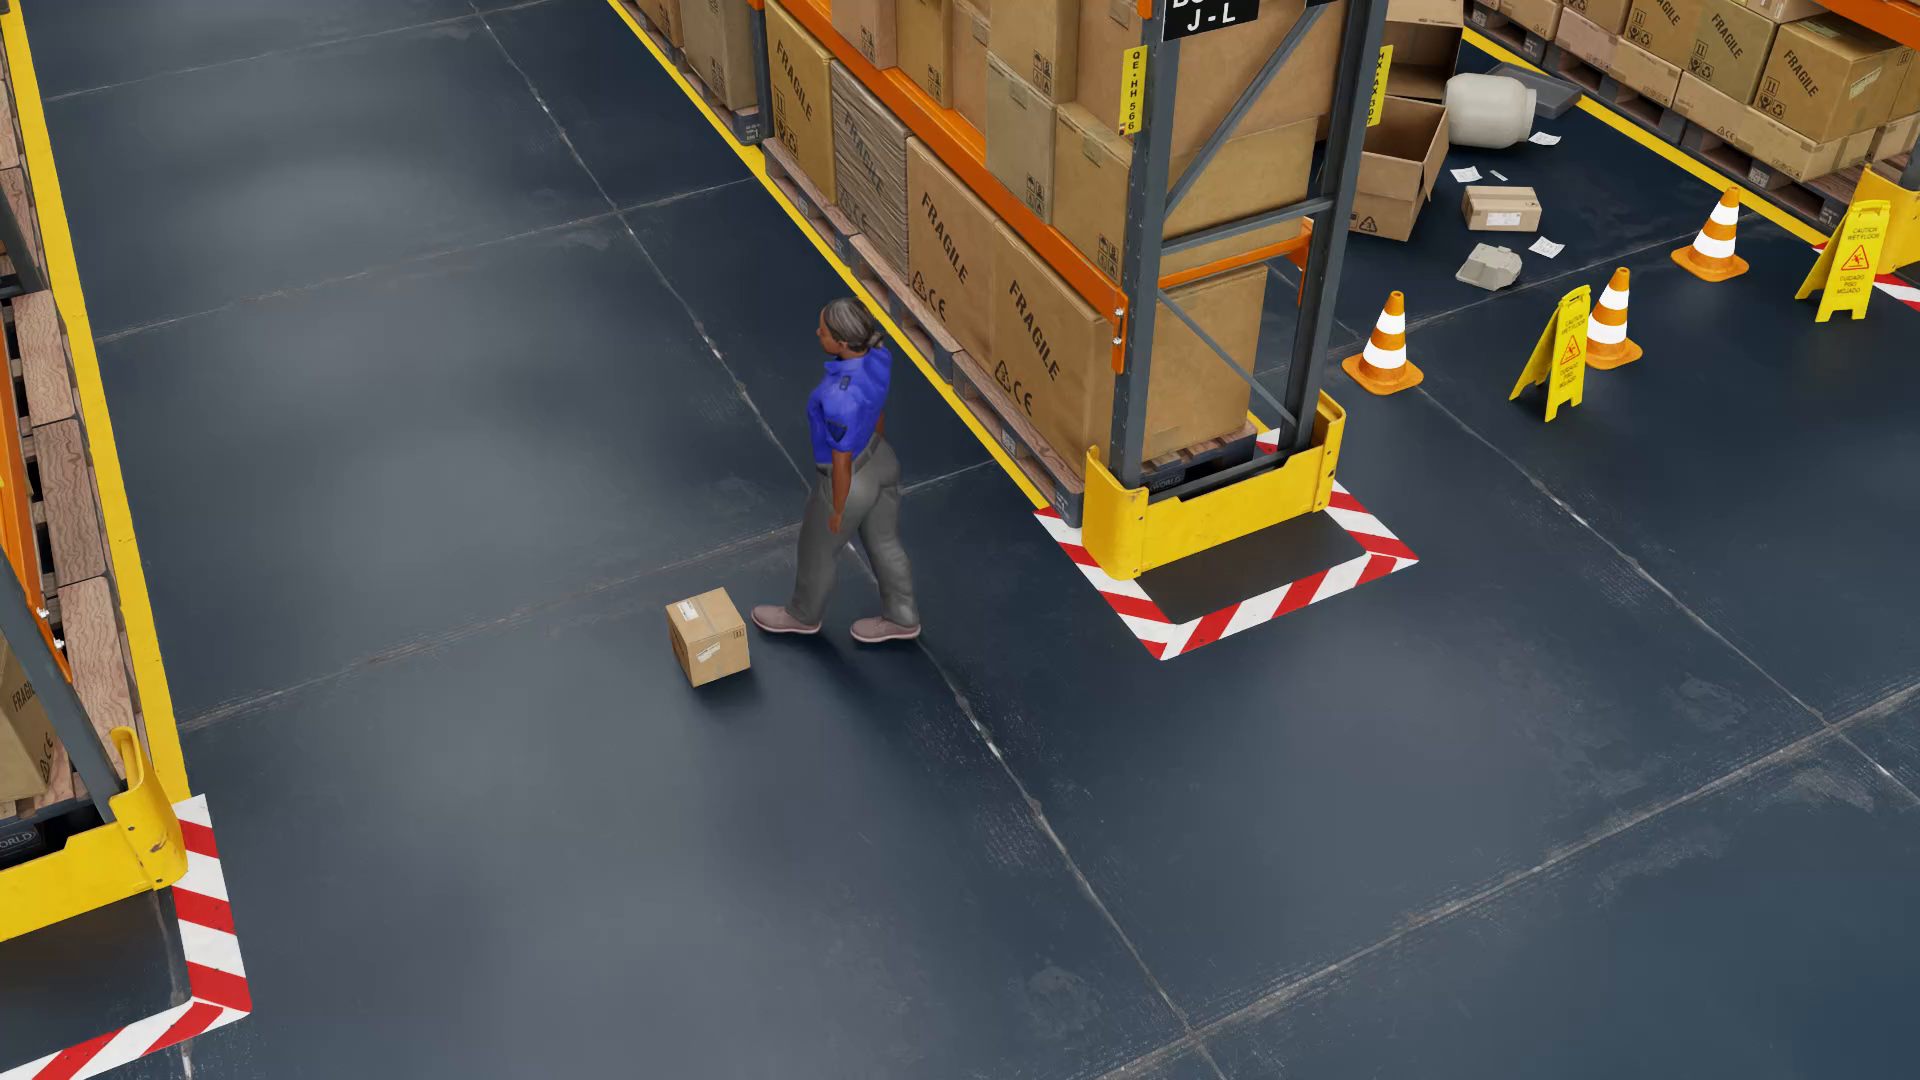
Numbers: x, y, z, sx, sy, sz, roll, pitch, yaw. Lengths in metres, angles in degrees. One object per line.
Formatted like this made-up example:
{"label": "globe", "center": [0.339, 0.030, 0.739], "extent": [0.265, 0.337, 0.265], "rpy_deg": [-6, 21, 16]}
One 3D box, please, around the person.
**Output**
{"label": "person", "center": [-0.501, -0.265, 6.453], "extent": [0.682, 1.645, 0.423], "rpy_deg": [16, 44, 18]}
